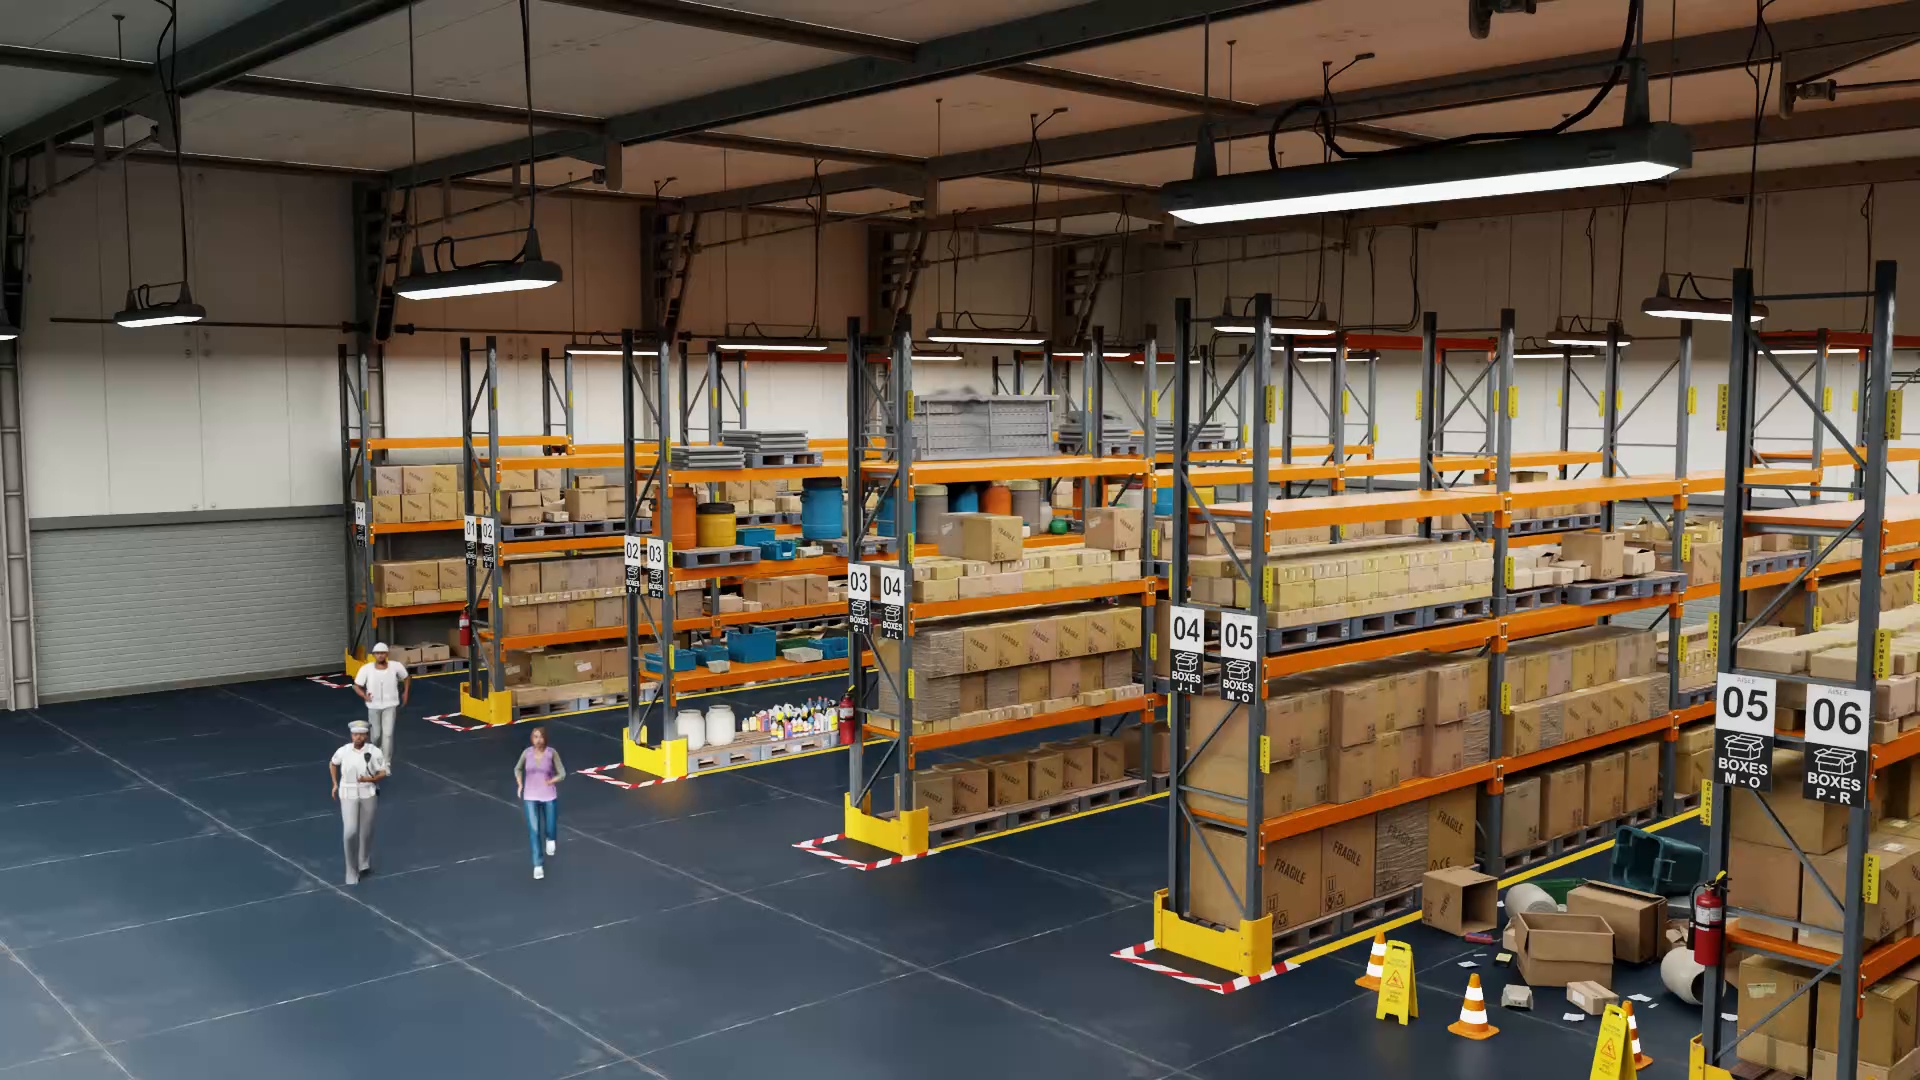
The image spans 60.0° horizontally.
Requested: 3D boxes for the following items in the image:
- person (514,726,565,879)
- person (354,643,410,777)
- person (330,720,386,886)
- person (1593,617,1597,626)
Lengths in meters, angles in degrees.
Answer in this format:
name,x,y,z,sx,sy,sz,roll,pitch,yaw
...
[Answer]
name,x,y,z,sx,sy,sz,roll,pitch,yaw
person,-4.516,2.779,17.877,0.548,1.568,0.805,-1,5,-10
person,-7.839,2.267,22.586,0.725,1.776,0.841,-2,5,-18
person,-6.350,2.754,17.572,0.555,1.738,0.681,-2,5,-21
person,10.067,1.997,26.241,0.585,1.633,0.528,4,7,41
